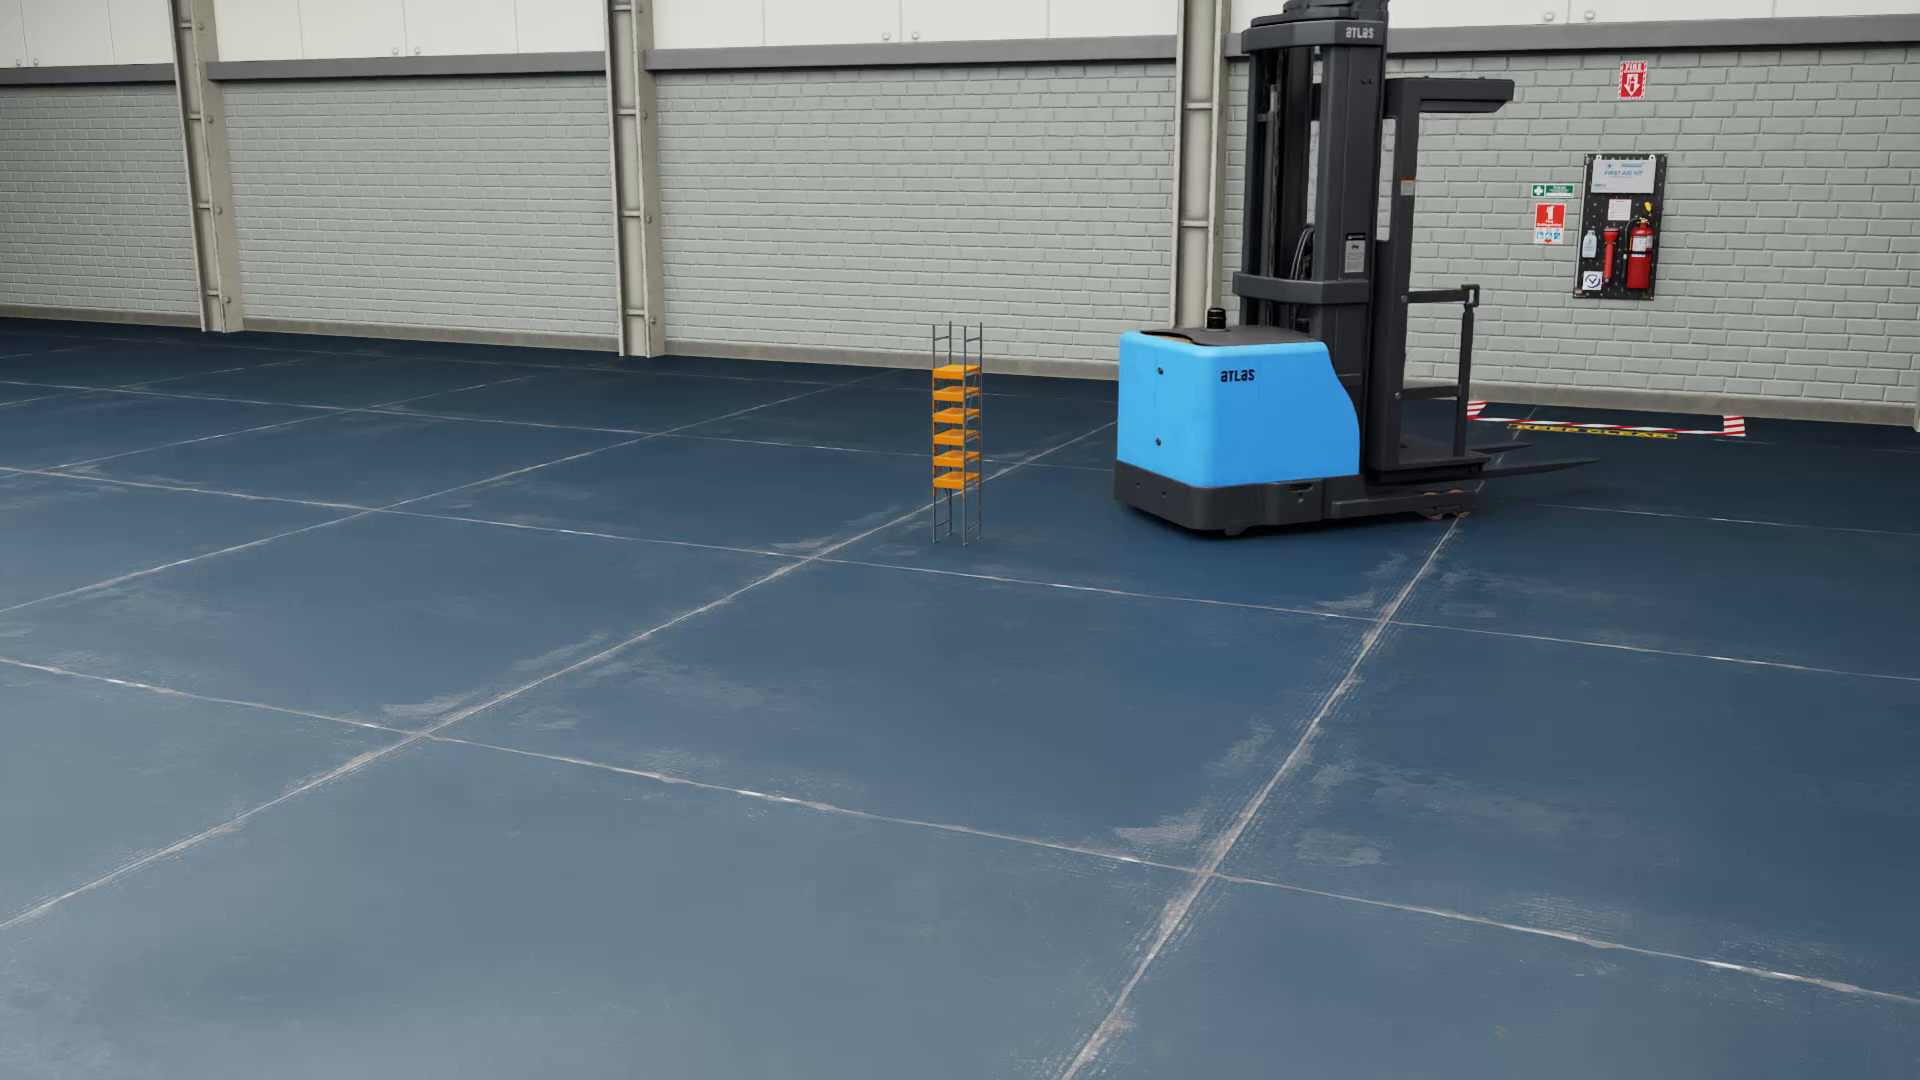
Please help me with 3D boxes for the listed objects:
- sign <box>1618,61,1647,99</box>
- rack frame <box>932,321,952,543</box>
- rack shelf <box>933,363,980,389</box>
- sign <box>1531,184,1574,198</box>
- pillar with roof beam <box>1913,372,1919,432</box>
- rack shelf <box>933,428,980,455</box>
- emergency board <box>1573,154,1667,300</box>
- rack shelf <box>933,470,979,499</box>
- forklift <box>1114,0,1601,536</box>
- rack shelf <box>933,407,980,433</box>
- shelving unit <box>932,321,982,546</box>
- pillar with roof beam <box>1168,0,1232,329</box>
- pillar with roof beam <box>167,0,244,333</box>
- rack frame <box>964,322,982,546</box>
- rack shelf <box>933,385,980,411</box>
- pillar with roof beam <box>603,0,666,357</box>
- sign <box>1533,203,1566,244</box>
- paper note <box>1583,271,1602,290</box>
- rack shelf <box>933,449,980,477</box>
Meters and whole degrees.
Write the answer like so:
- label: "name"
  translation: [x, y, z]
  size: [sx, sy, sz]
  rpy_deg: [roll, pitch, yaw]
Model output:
- label: "sign"
  translation: [5.405, -3.696, 13.364]
  size: [0.199, 0.298, 0.001]
  rpy_deg: [6, 14, 23]
- label: "rack frame"
  translation: [-0.097, -0.594, 9.160]
  size: [0.006, 1.200, 0.240]
  rpy_deg: [6, 14, 23]
- label: "rack shelf"
  translation: [-0.013, -0.893, 9.051]
  size: [0.180, 0.103, 0.258]
  rpy_deg: [6, 14, 23]
- label: "sign"
  translation: [4.908, -2.891, 13.772]
  size: [0.331, 0.109, 0.001]
  rpy_deg: [6, 14, 23]
- label: "pillar with roof beam"
  translation: [5.872, -4.330, 8.011]
  size: [0.400, 9.000, 9.100]
  rpy_deg: [6, 14, 23]
- label: "rack shelf"
  translation: [-0.013, -0.542, 9.134]
  size: [0.180, 0.103, 0.258]
  rpy_deg: [6, 14, 23]
- label: "emergency board"
  translation: [5.372, -2.545, 13.537]
  size: [0.643, 1.169, 0.194]
  rpy_deg: [6, 14, 23]
- label: "rack shelf"
  translation: [-0.013, -0.309, 9.188]
  size: [0.180, 0.103, 0.258]
  rpy_deg: [6, 14, 23]
- label: "forklift"
  translation: [2.493, -1.647, 9.858]
  size: [3.031, 2.935, 1.130]
  rpy_deg: [-6, 14, -22]
- label: "rack shelf"
  translation: [-0.013, -0.659, 9.106]
  size: [0.180, 0.103, 0.258]
  rpy_deg: [6, 14, 23]
- label: "shelving unit"
  translation: [-0.013, -0.585, 9.123]
  size: [0.189, 1.200, 0.258]
  rpy_deg: [6, 14, 23]
- label: "pillar with roof beam"
  translation: [0.386, -4.886, 10.377]
  size: [0.400, 9.000, 9.100]
  rpy_deg: [6, 14, 23]
- label: "pillar with roof beam"
  translation: [-10.586, -5.996, 15.109]
  size: [0.400, 9.000, 9.100]
  rpy_deg: [6, 14, 23]
- label: "rack frame"
  translation: [0.070, -0.577, 9.087]
  size: [0.006, 1.200, 0.240]
  rpy_deg: [6, 14, 23]
- label: "rack shelf"
  translation: [-0.013, -0.776, 9.079]
  size: [0.180, 0.103, 0.258]
  rpy_deg: [6, 14, 23]
- label: "pillar with roof beam"
  translation: [-5.100, -5.441, 12.743]
  size: [0.400, 9.000, 9.100]
  rpy_deg: [6, 14, 23]
- label: "sign"
  translation: [4.908, -2.636, 13.842]
  size: [0.234, 0.329, 0.001]
  rpy_deg: [6, 14, 23]
- label: "paper note"
  translation: [5.238, -2.147, 13.769]
  size: [0.142, 0.148, 0.016]
  rpy_deg: [6, 14, 23]
- label: "rack shelf"
  translation: [-0.013, -0.425, 9.161]
  size: [0.180, 0.103, 0.258]
  rpy_deg: [6, 14, 23]
